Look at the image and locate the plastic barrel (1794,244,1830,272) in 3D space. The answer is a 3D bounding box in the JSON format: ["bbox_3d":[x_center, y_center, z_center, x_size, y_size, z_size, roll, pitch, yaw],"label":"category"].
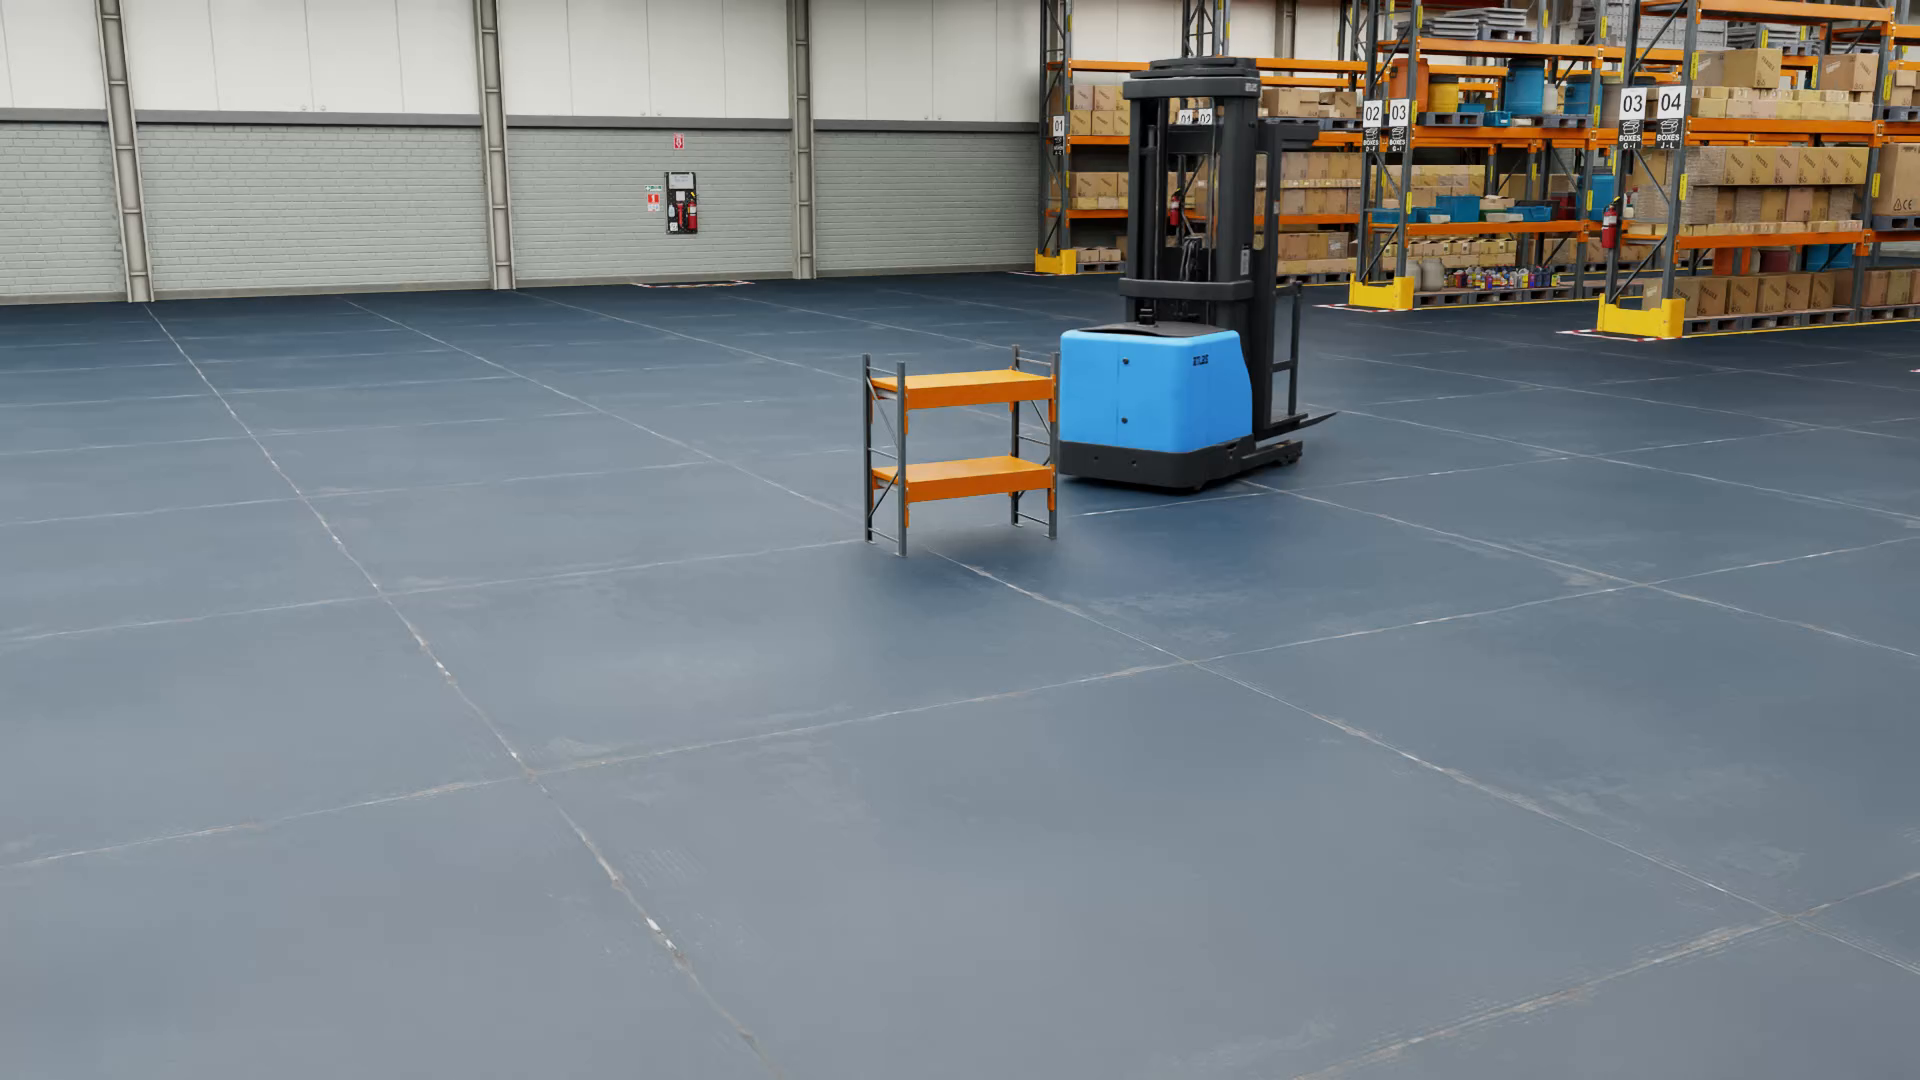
[{"bbox_3d":[16.118,-5.505,31.475,0.708,0.901,0.600,-7,14,-28],"label":"plastic barrel"}]

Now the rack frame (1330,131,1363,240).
[{"bbox_3d":[8.967,-7.941,38.475,0.127,3.000,1.000,-7,14,-28],"label":"rack frame"}]

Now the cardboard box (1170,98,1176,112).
[{"bbox_3d":[4.217,-9.308,35.168,0.500,0.500,0.500,-7,15,-30],"label":"cardboard box"}]

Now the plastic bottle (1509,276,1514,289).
[{"bbox_3d":[9.089,-4.249,27.441,0.097,0.201,0.097,0,13,0],"label":"plastic bottle"}]

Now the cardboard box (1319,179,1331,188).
[{"bbox_3d":[6.803,-6.755,31.498,0.250,0.149,0.380,-7,14,-28],"label":"cardboard box"}]

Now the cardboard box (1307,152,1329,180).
[{"bbox_3d":[6.564,-7.094,31.528,0.500,0.500,0.700,-7,14,-28],"label":"cardboard box"}]

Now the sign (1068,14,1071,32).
[{"bbox_3d":[2.205,-10.416,33.501,0.005,0.325,0.100,-7,14,-28],"label":"sign"}]

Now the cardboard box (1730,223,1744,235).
[{"bbox_3d":[10.317,-4.198,22.417,0.250,0.149,0.380,-7,14,-28],"label":"cardboard box"}]

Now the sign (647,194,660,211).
[{"bbox_3d":[-5.843,-6.435,31.702,0.234,0.329,0.001,-7,14,-28],"label":"sign"}]

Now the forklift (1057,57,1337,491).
[{"bbox_3d":[1.955,-2.040,12.411,1.130,2.935,3.031,9,15,35],"label":"forklift"}]

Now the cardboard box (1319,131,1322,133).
[{"bbox_3d":[7.785,-9.346,37.606,0.637,0.503,0.797,-5,14,-20],"label":"cardboard box"}]

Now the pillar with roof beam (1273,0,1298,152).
[{"bbox_3d":[9.474,-10.068,34.263,0.400,9.000,9.100,-7,14,-28],"label":"pillar with roof beam"}]

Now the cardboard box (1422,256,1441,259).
[{"bbox_3d":[9.209,-5.533,33.080,0.500,0.250,0.500,-7,15,-30],"label":"cardboard box"}]

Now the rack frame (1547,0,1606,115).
[{"bbox_3d":[10.203,-8.538,27.463,0.127,3.000,1.000,-7,14,-28],"label":"rack frame"}]

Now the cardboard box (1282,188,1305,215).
[{"bbox_3d":[6.096,-6.404,31.418,0.500,0.500,0.700,-6,14,-26],"label":"cardboard box"}]

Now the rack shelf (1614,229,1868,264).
[{"bbox_3d":[10.821,-4.095,23.024,4.000,0.370,1.077,-7,14,-28],"label":"rack shelf"}]

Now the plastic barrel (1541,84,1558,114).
[{"bbox_3d":[9.731,-7.326,27.701,0.421,0.512,0.421,0,13,0],"label":"plastic barrel"}]

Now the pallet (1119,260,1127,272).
[{"bbox_3d":[3.812,-5.953,35.993,1.213,0.211,1.003,-7,14,-28],"label":"pallet"}]

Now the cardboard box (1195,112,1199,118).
[{"bbox_3d":[5.129,-8.941,35.814,0.500,0.500,0.500,-6,14,-26],"label":"cardboard box"}]

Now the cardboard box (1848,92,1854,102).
[{"bbox_3d":[12.151,-6.141,23.078,0.250,0.149,0.380,-7,14,-27],"label":"cardboard box"}]

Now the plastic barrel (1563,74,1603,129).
[{"bbox_3d":[10.546,-7.414,28.161,0.708,0.901,0.600,-7,14,-28],"label":"plastic barrel"}]

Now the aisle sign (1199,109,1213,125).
[{"bbox_3d":[4.411,-7.347,29.917,0.004,0.787,0.394,-7,14,-28],"label":"aisle sign"}]

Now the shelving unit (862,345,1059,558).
[{"bbox_3d":[0.006,-0.549,9.902,1.048,1.125,0.538,-7,14,-28],"label":"shelving unit"}]

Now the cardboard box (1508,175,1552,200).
[{"bbox_3d":[11.843,-7.328,34.569,0.700,0.500,0.500,11,17,41],"label":"cardboard box"}]

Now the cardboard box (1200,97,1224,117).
[{"bbox_3d":[4.829,-7.992,30.358,0.637,0.503,0.797,-6,14,-24],"label":"cardboard box"}]

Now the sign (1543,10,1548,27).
[{"bbox_3d":[11.613,-10.340,32.983,0.005,0.325,0.100,-7,14,-28],"label":"sign"}]

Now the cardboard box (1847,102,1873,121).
[{"bbox_3d":[12.301,-5.948,23.131,0.500,0.250,0.500,-6,14,-26],"label":"cardboard box"}]

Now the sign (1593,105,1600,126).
[{"bbox_3d":[10.457,-6.971,27.315,0.005,0.325,0.100,-7,14,-28],"label":"sign"}]

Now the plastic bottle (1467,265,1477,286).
[{"bbox_3d":[8.594,-4.444,27.968,0.185,0.351,0.144,-6,14,-26],"label":"plastic bottle"}]

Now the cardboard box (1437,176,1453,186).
[{"bbox_3d":[11.306,-8.361,39.393,0.500,0.500,0.500,-7,14,-28],"label":"cardboard box"}]

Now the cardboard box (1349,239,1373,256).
[{"bbox_3d":[8.051,-5.801,32.994,0.500,0.311,0.500,-7,14,-28],"label":"cardboard box"}]

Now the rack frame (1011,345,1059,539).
[{"bbox_3d":[0.452,-0.603,10.139,0.032,1.125,0.500,-7,14,-28],"label":"rack frame"}]

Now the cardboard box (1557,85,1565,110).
[{"bbox_3d":[12.178,-9.085,34.222,0.500,0.500,0.500,-7,14,-28],"label":"cardboard box"}]

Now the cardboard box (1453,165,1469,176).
[{"bbox_3d":[11.737,-8.781,39.549,0.500,0.250,0.500,-6,14,-27],"label":"cardboard box"}]

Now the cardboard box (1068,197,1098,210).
[{"bbox_3d":[2.526,-7.026,34.706,0.500,0.250,0.500,-7,15,-29],"label":"cardboard box"}]

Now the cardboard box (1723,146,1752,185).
[{"bbox_3d":[10.121,-4.974,22.109,0.500,0.500,0.500,-7,14,-28],"label":"cardboard box"}]

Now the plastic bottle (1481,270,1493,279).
[{"bbox_3d":[8.850,-4.401,27.948,0.135,0.276,0.152,-7,14,-28],"label":"plastic bottle"}]

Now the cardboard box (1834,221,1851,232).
[{"bbox_3d":[12.305,-4.430,23.447,0.250,0.149,0.380,-7,14,-28],"label":"cardboard box"}]

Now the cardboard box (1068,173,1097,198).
[{"bbox_3d":[2.508,-7.394,34.633,0.500,0.500,0.500,-7,14,-28],"label":"cardboard box"}]

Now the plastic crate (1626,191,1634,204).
[{"bbox_3d":[12.149,-5.952,29.491,0.583,0.464,0.402,-7,14,-28],"label":"plastic crate"}]

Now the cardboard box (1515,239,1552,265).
[{"bbox_3d":[11.881,-5.975,34.429,0.500,0.500,0.500,-6,14,-25],"label":"cardboard box"}]

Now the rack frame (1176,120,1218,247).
[{"bbox_3d":[4.322,-6.145,30.495,0.127,3.000,1.000,-7,14,-28],"label":"rack frame"}]

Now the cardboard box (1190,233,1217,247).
[{"bbox_3d":[4.650,-5.488,31.174,0.500,0.500,0.500,-7,14,-28],"label":"cardboard box"}]

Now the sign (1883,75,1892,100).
[{"bbox_3d":[12.843,-6.268,23.033,0.005,0.325,0.100,-7,14,-28],"label":"sign"}]

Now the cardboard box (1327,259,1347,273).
[{"bbox_3d":[7.087,-5.288,31.992,0.500,0.250,0.500,-7,14,-28],"label":"cardboard box"}]

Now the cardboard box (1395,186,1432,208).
[{"bbox_3d":[8.977,-6.748,32.945,0.500,0.500,0.500,-6,14,-24],"label":"cardboard box"}]

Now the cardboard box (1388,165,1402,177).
[{"bbox_3d":[9.961,-8.565,38.590,0.500,0.250,0.500,-7,14,-29],"label":"cardboard box"}]

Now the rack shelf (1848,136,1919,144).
[{"bbox_3d":[18.981,-7.775,32.546,4.000,0.370,1.077,-7,14,-28],"label":"rack shelf"}]

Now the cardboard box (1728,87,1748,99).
[{"bbox_3d":[10.128,-5.879,21.913,0.250,0.149,0.380,-6,14,-26],"label":"cardboard box"}]

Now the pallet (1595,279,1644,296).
[{"bbox_3d":[11.946,-4.470,29.402,1.213,0.211,1.003,-7,14,-28],"label":"pallet"}]

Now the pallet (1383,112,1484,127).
[{"bbox_3d":[7.465,-6.630,26.246,1.213,0.211,1.003,-7,14,-28],"label":"pallet"}]

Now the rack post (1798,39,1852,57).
[{"bbox_3d":[15.510,-8.898,30.202,0.954,0.300,0.937,-5,14,-22],"label":"rack post"}]

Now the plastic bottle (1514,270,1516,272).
[{"bbox_3d":[9.252,-4.340,27.659,0.133,0.283,0.061,-7,14,-28],"label":"plastic bottle"}]

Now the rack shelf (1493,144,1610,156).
[{"bbox_3d":[14.234,-9.685,41.029,4.000,0.370,1.077,-7,14,-28],"label":"rack shelf"}]

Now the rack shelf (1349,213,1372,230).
[{"bbox_3d":[9.589,-6.425,33.379,4.000,0.370,1.077,-7,14,-28],"label":"rack shelf"}]

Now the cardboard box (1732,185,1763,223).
[{"bbox_3d":[10.402,-4.602,22.734,0.500,0.500,0.875,-7,14,-28],"label":"cardboard box"}]

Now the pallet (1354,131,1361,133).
[{"bbox_3d":[9.507,-9.390,38.513,1.003,0.211,1.213,-6,14,-25],"label":"pallet"}]

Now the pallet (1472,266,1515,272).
[{"bbox_3d":[10.603,-5.547,34.190,1.213,0.211,1.003,-7,14,-28],"label":"pallet"}]
